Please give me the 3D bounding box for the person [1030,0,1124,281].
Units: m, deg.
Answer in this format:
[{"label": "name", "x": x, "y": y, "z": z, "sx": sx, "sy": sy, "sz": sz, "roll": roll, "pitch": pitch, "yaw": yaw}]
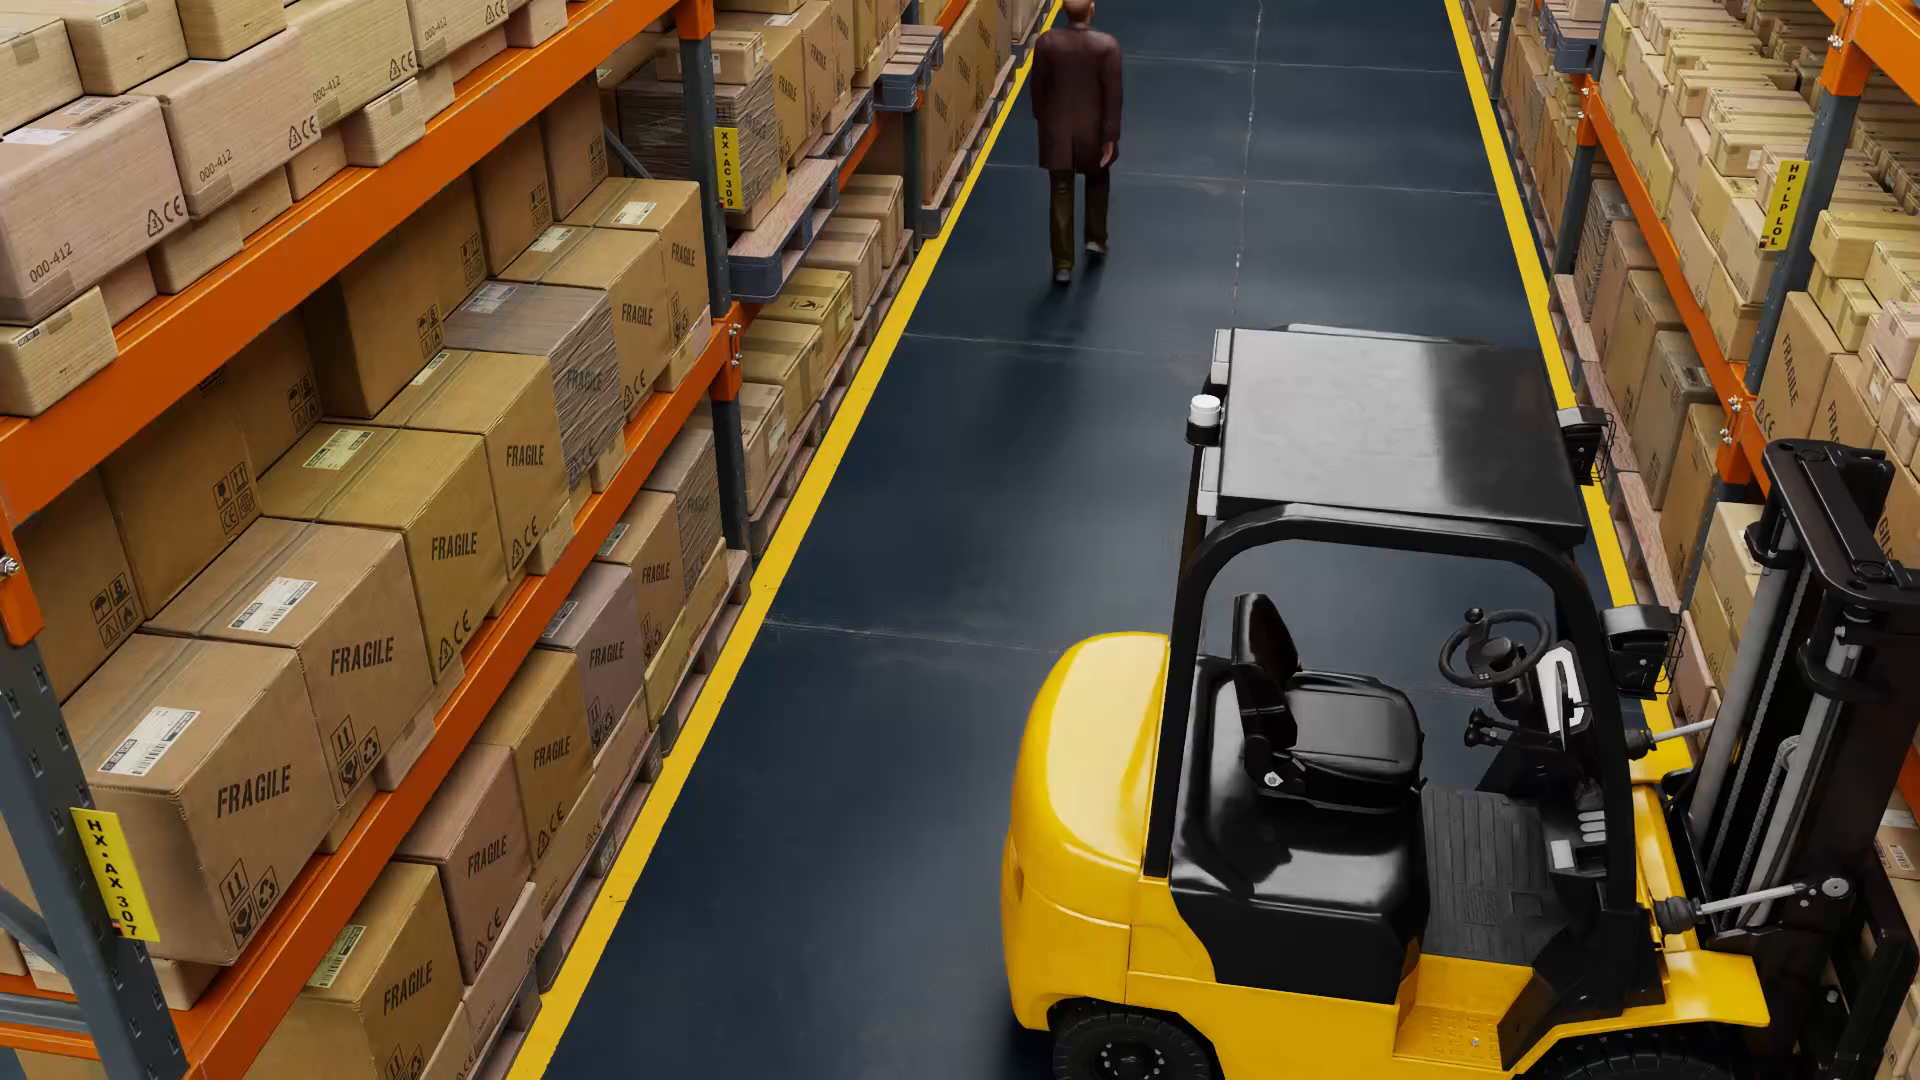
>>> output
[{"label": "person", "x": 0.710, "y": -2.492, "z": 10.170, "sx": 0.571, "sy": 1.832, "sz": 0.773, "roll": 4, "pitch": 32, "yaw": 7}]
